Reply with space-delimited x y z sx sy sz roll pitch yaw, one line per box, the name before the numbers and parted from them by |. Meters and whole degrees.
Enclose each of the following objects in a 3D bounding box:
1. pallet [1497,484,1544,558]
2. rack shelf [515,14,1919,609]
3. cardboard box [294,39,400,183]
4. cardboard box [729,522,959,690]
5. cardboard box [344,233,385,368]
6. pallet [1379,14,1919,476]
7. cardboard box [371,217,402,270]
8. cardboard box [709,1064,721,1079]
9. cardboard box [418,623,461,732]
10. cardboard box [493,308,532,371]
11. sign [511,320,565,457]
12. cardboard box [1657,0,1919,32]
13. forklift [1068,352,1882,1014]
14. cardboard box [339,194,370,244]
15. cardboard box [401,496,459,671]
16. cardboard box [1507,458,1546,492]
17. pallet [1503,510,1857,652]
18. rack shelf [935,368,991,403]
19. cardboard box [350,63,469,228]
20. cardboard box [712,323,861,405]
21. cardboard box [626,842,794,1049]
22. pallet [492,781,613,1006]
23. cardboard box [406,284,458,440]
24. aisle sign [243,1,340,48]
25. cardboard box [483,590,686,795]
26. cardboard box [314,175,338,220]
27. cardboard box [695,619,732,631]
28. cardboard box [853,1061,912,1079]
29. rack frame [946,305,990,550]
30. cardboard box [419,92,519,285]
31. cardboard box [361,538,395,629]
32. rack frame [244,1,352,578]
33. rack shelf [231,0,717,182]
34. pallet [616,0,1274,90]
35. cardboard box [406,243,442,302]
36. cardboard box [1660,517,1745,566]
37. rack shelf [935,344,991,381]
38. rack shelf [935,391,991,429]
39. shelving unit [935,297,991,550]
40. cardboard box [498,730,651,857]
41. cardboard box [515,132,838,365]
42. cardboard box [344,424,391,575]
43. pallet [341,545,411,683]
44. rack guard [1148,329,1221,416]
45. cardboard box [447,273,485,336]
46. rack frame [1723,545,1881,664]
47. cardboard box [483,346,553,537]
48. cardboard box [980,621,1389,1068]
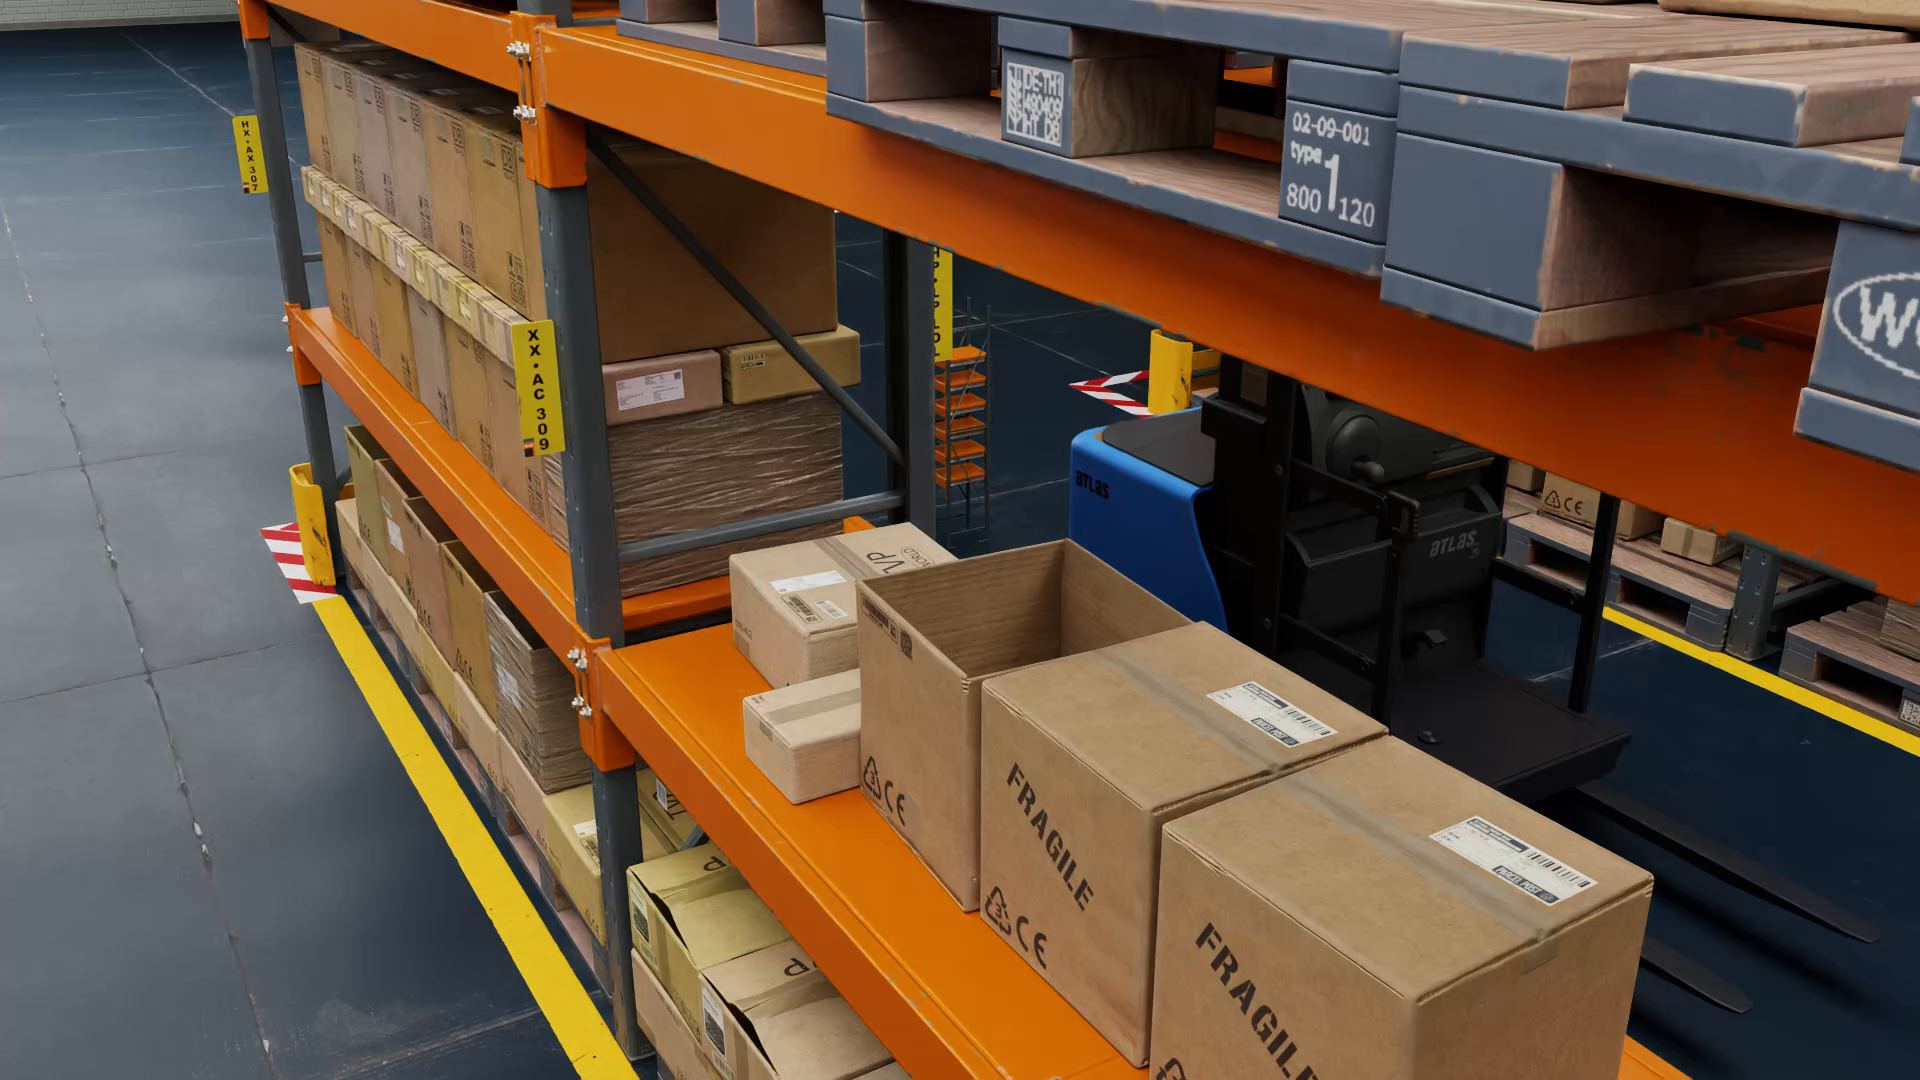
pallet | 2.730 -0.296 8.760 1.003 0.211 1.213 -13 25 -28
rack shelf | 0.495 -0.437 2.375 1.077 0.370 4.000 -13 25 -28
cardboard box | -2.315 -1.800 6.900 0.700 0.500 0.500 -13 25 -28
cardboard box | -0.237 0.192 4.054 0.500 0.250 0.500 -11 25 -25
cardboard box | -2.070 -1.047 6.770 0.700 0.500 0.500 -12 25 -27
pallet | 1.093 -0.238 1.181 1.213 0.211 1.003 -11 25 -26
cardboard box | -1.895 -1.085 6.003 0.380 0.149 0.250 -13 25 -29
cardboard box | -0.273 1.395 3.990 0.500 0.250 0.500 -12 25 -27
cardboard box | -1.722 0.458 6.294 0.500 0.250 0.500 -13 25 -28
cardboard box | -1.110 -0.587 4.777 0.380 0.149 0.250 -13 26 -30
sign | -1.003 -0.359 3.956 0.100 0.325 0.005 -13 25 -28
cardboard box | 0.953 -0.550 1.340 0.500 0.250 0.500 -12 25 -27
forklift | 1.620 -0.409 5.426 1.130 2.935 3.031 -13 26 -29
cardboard box | -2.164 -1.253 6.417 0.380 0.149 0.250 -13 26 -29
cardboard box | -1.723 0.111 6.152 0.500 0.500 0.500 -13 25 -28
cardboard box | 2.930 -0.387 8.482 0.380 0.149 0.250 -15 26 -32
pallet | 3.357 0.099 7.788 1.003 0.211 1.213 -13 25 -28
rack shelf | -0.007 -0.742 8.023 0.258 0.103 0.180 -13 25 -28
cardboard box | -1.784 -1.467 6.083 0.700 0.500 0.500 -12 25 -28
cardboard box | -0.497 -0.499 4.562 0.380 0.149 0.250 -13 25 -28
cardboard box | -0.529 0.973 4.283 0.500 0.311 0.500 -13 25 -28
pallet | -0.897 0.998 5.576 1.003 0.211 1.213 -13 25 -28
cardboard box | -1.549 -0.715 5.955 0.700 0.500 0.500 -12 25 -27
aisle sign | -2.867 -2.490 7.001 0.394 0.787 0.004 -13 25 -28
cardboard box | -1.197 0.431 5.364 0.500 0.500 0.500 -13 25 -28
cardboard box | -2.417 -1.417 6.819 0.380 0.149 0.250 -13 26 -30
cardboard box | -0.494 0.493 5.212 0.500 0.500 0.500 -13 25 -28
cardboard box | -0.013 1.303 3.471 0.500 0.311 0.500 -14 26 -30
rack frame | 0.039 -0.531 8.024 0.240 1.200 0.006 -13 25 -28
cardboard box | -1.273 -1.144 5.286 0.700 0.500 0.500 -13 25 -28
cardboard box | -2.228 0.134 7.093 0.500 0.250 0.500 -13 25 -28
rack frame | -2.570 -1.323 7.583 1.000 3.000 0.127 -13 25 -28
rack shelf | -1.548 -1.732 5.561 1.077 0.370 4.000 -13 25 -28
pallet | -0.065 -1.046 3.172 0.805 0.209 1.217 -14 26 -30
cardboard box | -1.635 -0.919 5.594 0.380 0.149 0.250 -12 25 -27
cardboard box | 3.431 -0.041 7.607 0.380 0.166 0.250 -17 27 -35
rack shelf | -0.007 -0.853 7.978 0.258 0.103 0.180 -13 25 -28
rack shelf | -0.007 -0.631 8.069 0.258 0.103 0.180 -13 25 -28
shelving unit | -0.007 -0.561 8.097 0.258 1.200 0.189 -13 25 -28
cardboard box | -1.198 0.779 5.505 0.500 0.250 0.500 -13 25 -28
cardboard box | -0.759 -0.818 4.485 0.700 0.500 0.500 -12 25 -28
cardboard box | -2.230 -0.213 6.951 0.500 0.500 0.500 -13 25 -28
pallet | -2.143 0.208 7.519 1.003 0.211 1.213 -13 25 -28
rack guard | 1.726 -1.095 10.340 1.175 0.500 0.348 -13 25 -28
cardboard box | -1.368 -0.752 5.183 0.380 0.149 0.250 -13 25 -28
rack frame | 3.730 -0.982 6.745 1.000 3.000 0.127 -13 25 -28
cardboard box | -1.034 -0.386 5.146 0.700 0.500 0.500 -13 25 -29
cardboard box | 0.377 0.510 2.941 0.500 0.500 0.500 -13 25 -28
